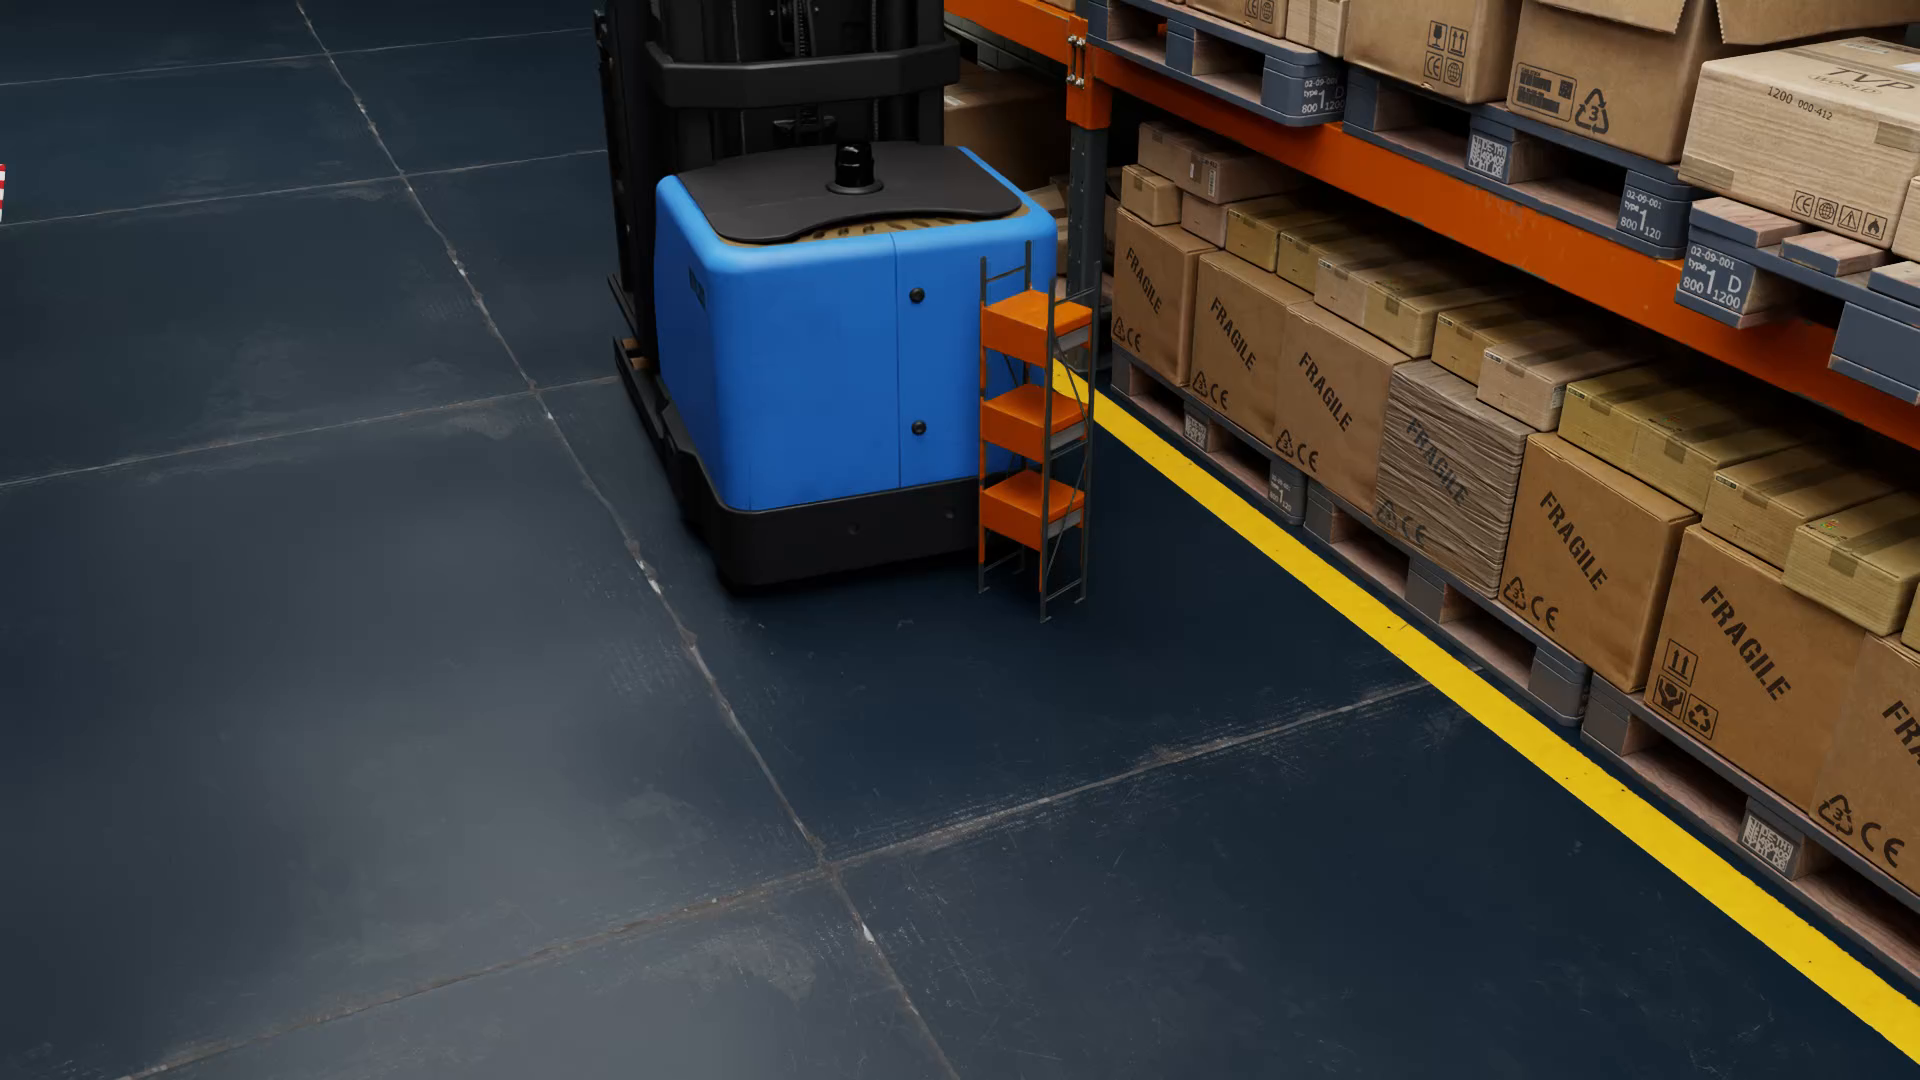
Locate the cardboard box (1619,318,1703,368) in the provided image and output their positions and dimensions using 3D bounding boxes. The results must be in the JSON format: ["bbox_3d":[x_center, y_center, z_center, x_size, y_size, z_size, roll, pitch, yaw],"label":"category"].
[{"bbox_3d":[2.049,-0.534,4.599,0.380,0.149,0.250,-13,32,-22],"label":"cardboard box"}]

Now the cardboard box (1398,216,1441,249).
[{"bbox_3d":[1.660,-1.015,5.456,0.380,0.149,0.250,-15,32,-24],"label":"cardboard box"}]

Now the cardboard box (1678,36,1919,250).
[{"bbox_3d":[1.850,-0.818,3.366,0.500,0.250,0.500,-15,32,-24],"label":"cardboard box"}]

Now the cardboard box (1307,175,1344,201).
[{"bbox_3d":[1.414,-1.228,5.836,0.380,0.149,0.250,-13,32,-22],"label":"cardboard box"}]

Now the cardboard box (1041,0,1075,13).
[{"bbox_3d":[0.513,-2.048,6.092,0.380,0.149,0.250,-13,32,-21],"label":"cardboard box"}]

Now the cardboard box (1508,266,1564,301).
[{"bbox_3d":[1.890,-0.780,5.038,0.380,0.149,0.250,-13,32,-21],"label":"cardboard box"}]

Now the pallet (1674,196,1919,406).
[{"bbox_3d":[2.241,-0.503,3.277,1.213,0.211,1.003,-13,32,-22],"label":"pallet"}]

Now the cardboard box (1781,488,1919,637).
[{"bbox_3d":[2.009,0.043,3.570,0.380,0.149,0.250,-15,33,-25],"label":"cardboard box"}]

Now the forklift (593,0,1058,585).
[{"bbox_3d":[-0.677,-1.851,5.555,1.130,2.935,3.031,-10,31,-17],"label":"forklift"}]

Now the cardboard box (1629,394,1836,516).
[{"bbox_3d":[1.864,-0.209,4.019,0.380,0.149,0.250,-12,31,-21],"label":"cardboard box"}]

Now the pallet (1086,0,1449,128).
[{"bbox_3d":[1.122,-1.610,5.250,1.003,0.211,1.213,-13,32,-22],"label":"pallet"}]

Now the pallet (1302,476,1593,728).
[{"bbox_3d":[1.789,0.038,4.967,1.003,0.211,1.213,-13,32,-22],"label":"pallet"}]

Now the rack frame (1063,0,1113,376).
[{"bbox_3d":[0.878,-2.069,5.873,1.000,3.000,0.127,-13,32,-22],"label":"rack frame"}]

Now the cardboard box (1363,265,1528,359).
[{"bbox_3d":[1.409,-0.667,4.836,0.380,0.149,0.250,-12,31,-20],"label":"cardboard box"}]

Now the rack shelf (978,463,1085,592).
[{"bbox_3d":[0.214,-0.039,4.837,0.240,0.259,0.215,25,38,37],"label":"rack shelf"}]

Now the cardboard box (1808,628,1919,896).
[{"bbox_3d":[2.219,0.463,3.484,0.500,0.500,0.500,-12,31,-21],"label":"cardboard box"}]

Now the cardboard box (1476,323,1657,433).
[{"bbox_3d":[1.610,-0.435,4.422,0.380,0.149,0.250,-15,32,-24],"label":"cardboard box"}]

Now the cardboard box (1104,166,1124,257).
[{"bbox_3d":[0.808,-1.421,7.037,0.500,0.311,0.500,-12,31,-20],"label":"cardboard box"}]

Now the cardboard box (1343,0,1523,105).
[{"bbox_3d":[1.443,-1.460,4.255,0.700,0.500,0.500,-13,32,-22],"label":"cardboard box"}]

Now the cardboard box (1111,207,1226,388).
[{"bbox_3d":[0.882,-0.901,5.917,0.500,0.500,0.500,-12,31,-20],"label":"cardboard box"}]

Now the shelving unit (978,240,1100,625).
[{"bbox_3d":[0.214,-0.291,4.696,0.252,1.050,0.215,25,38,37],"label":"shelving unit"}]

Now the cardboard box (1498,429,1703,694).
[{"bbox_3d":[1.787,0.009,4.293,0.500,0.500,0.500,-12,31,-20],"label":"cardboard box"}]

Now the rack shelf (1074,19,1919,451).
[{"bbox_3d":[1.736,-0.872,4.474,1.077,0.370,4.000,-13,32,-22],"label":"rack shelf"}]

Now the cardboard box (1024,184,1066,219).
[{"bbox_3d":[0.220,-1.402,7.050,0.396,0.266,0.258,-12,31,-20],"label":"cardboard box"}]

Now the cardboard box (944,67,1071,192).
[{"bbox_3d":[0.115,-1.795,7.510,0.700,0.500,0.500,-14,32,-24],"label":"cardboard box"}]

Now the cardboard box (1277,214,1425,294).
[{"bbox_3d":[1.231,-0.896,5.243,0.380,0.149,0.250,-14,32,-23],"label":"cardboard box"}]

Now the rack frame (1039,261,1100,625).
[{"bbox_3d":[0.302,-0.250,4.622,0.008,1.050,0.200,25,38,37],"label":"rack frame"}]

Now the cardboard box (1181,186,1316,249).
[{"bbox_3d":[0.980,-1.125,5.652,0.380,0.149,0.250,-14,32,-23],"label":"cardboard box"}]

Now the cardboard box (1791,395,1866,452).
[{"bbox_3d":[2.351,-0.330,4.234,0.380,0.149,0.250,-15,32,-24],"label":"cardboard box"}]

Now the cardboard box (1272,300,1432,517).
[{"bbox_3d":[1.330,-0.447,5.106,0.500,0.500,0.500,-14,32,-23],"label":"cardboard box"}]

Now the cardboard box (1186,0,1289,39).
[{"bbox_3d":[1.106,-1.807,4.874,0.700,0.500,0.500,-13,32,-21],"label":"cardboard box"}]

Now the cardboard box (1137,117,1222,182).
[{"bbox_3d":[0.846,-1.373,5.791,0.380,0.149,0.250,-14,32,-23],"label":"cardboard box"}]

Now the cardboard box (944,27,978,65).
[{"bbox_3d":[-0.331,-2.253,8.328,0.700,0.500,0.500,-12,31,-20],"label":"cardboard box"}]
